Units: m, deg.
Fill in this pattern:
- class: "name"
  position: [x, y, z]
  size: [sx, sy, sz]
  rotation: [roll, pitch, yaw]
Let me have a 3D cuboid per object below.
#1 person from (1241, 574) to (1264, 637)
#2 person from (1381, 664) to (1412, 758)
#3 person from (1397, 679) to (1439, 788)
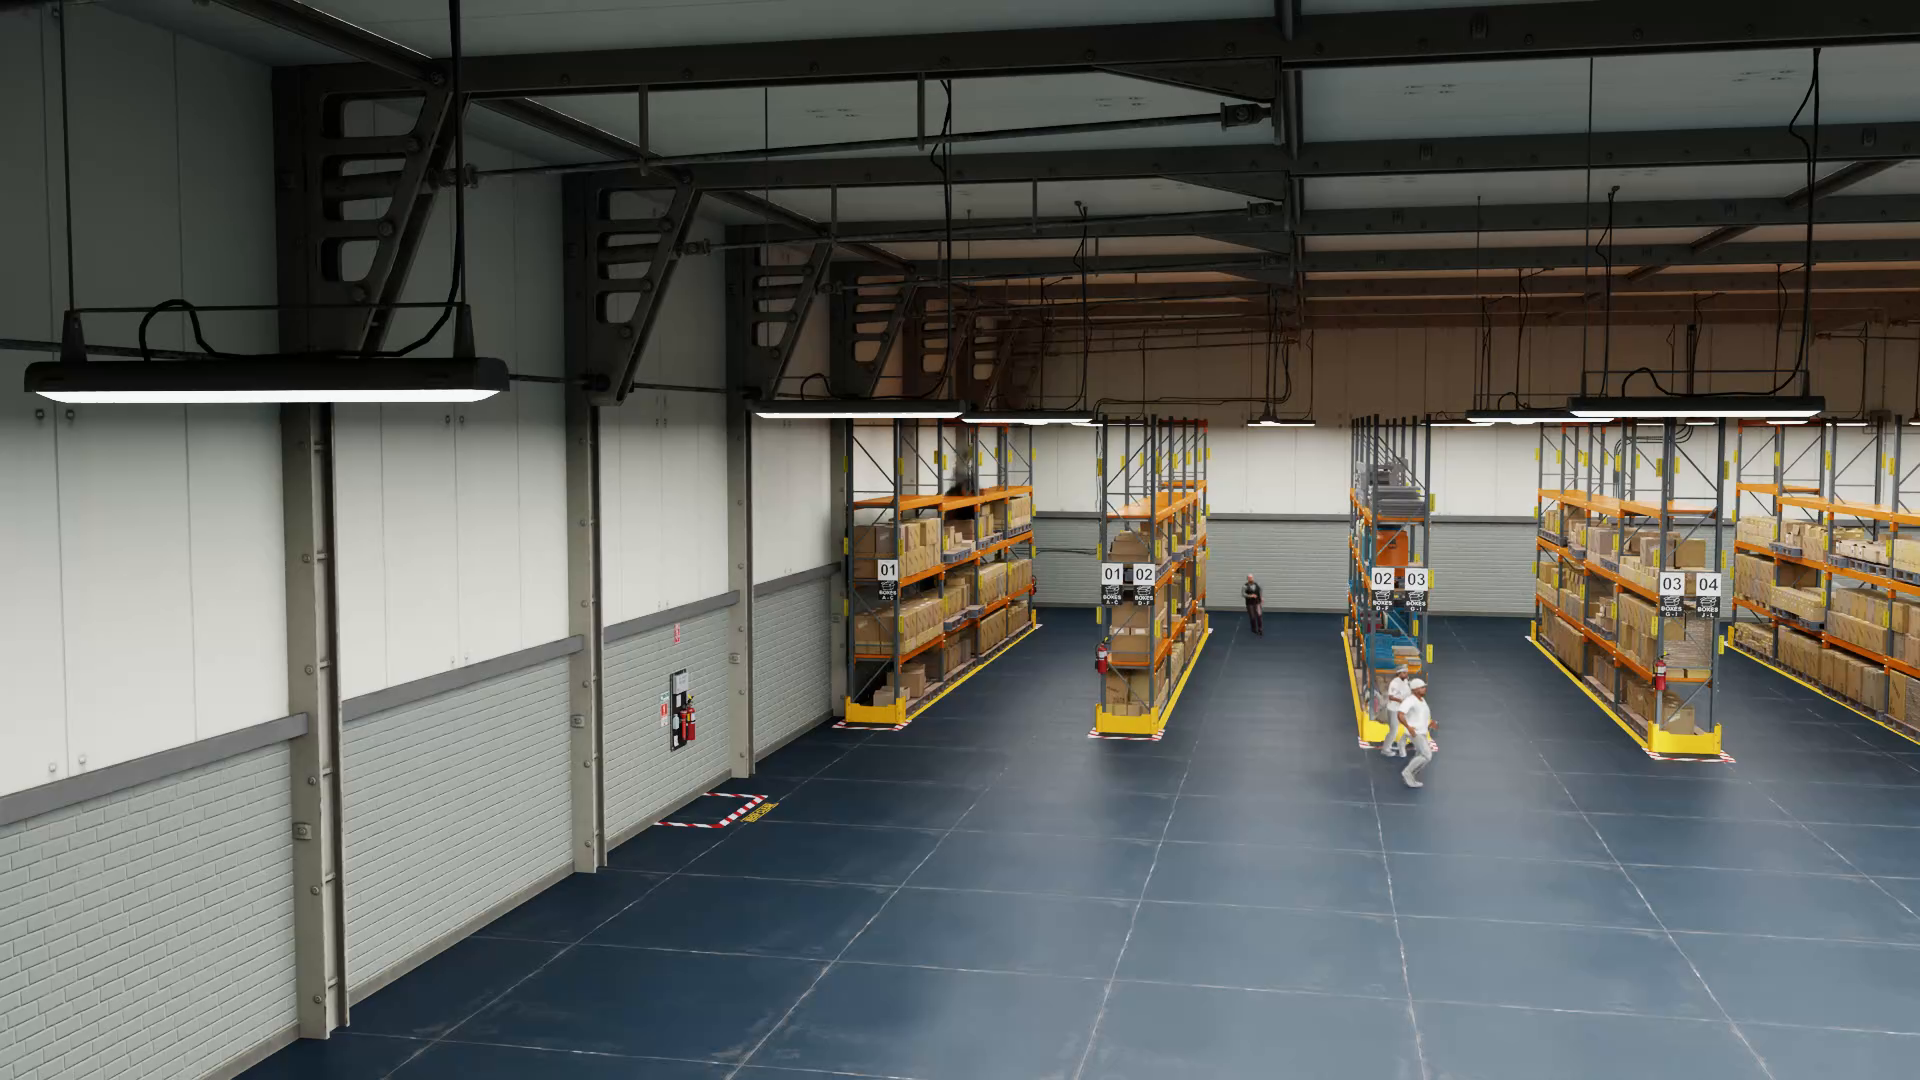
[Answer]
- class: "person"
  position: [8.117, 1.793, 46.177]
  size: [0.641, 1.703, 0.767]
  rotation: [0, 4, -3]
- class: "person"
  position: [7.663, 2.967, 28.929]
  size: [0.607, 1.657, 0.744]
  rotation: [-2, 5, -33]
- class: "person"
  position: [7.328, 3.090, 26.511]
  size: [0.534, 1.749, 0.679]
  rotation: [3, 5, 35]
